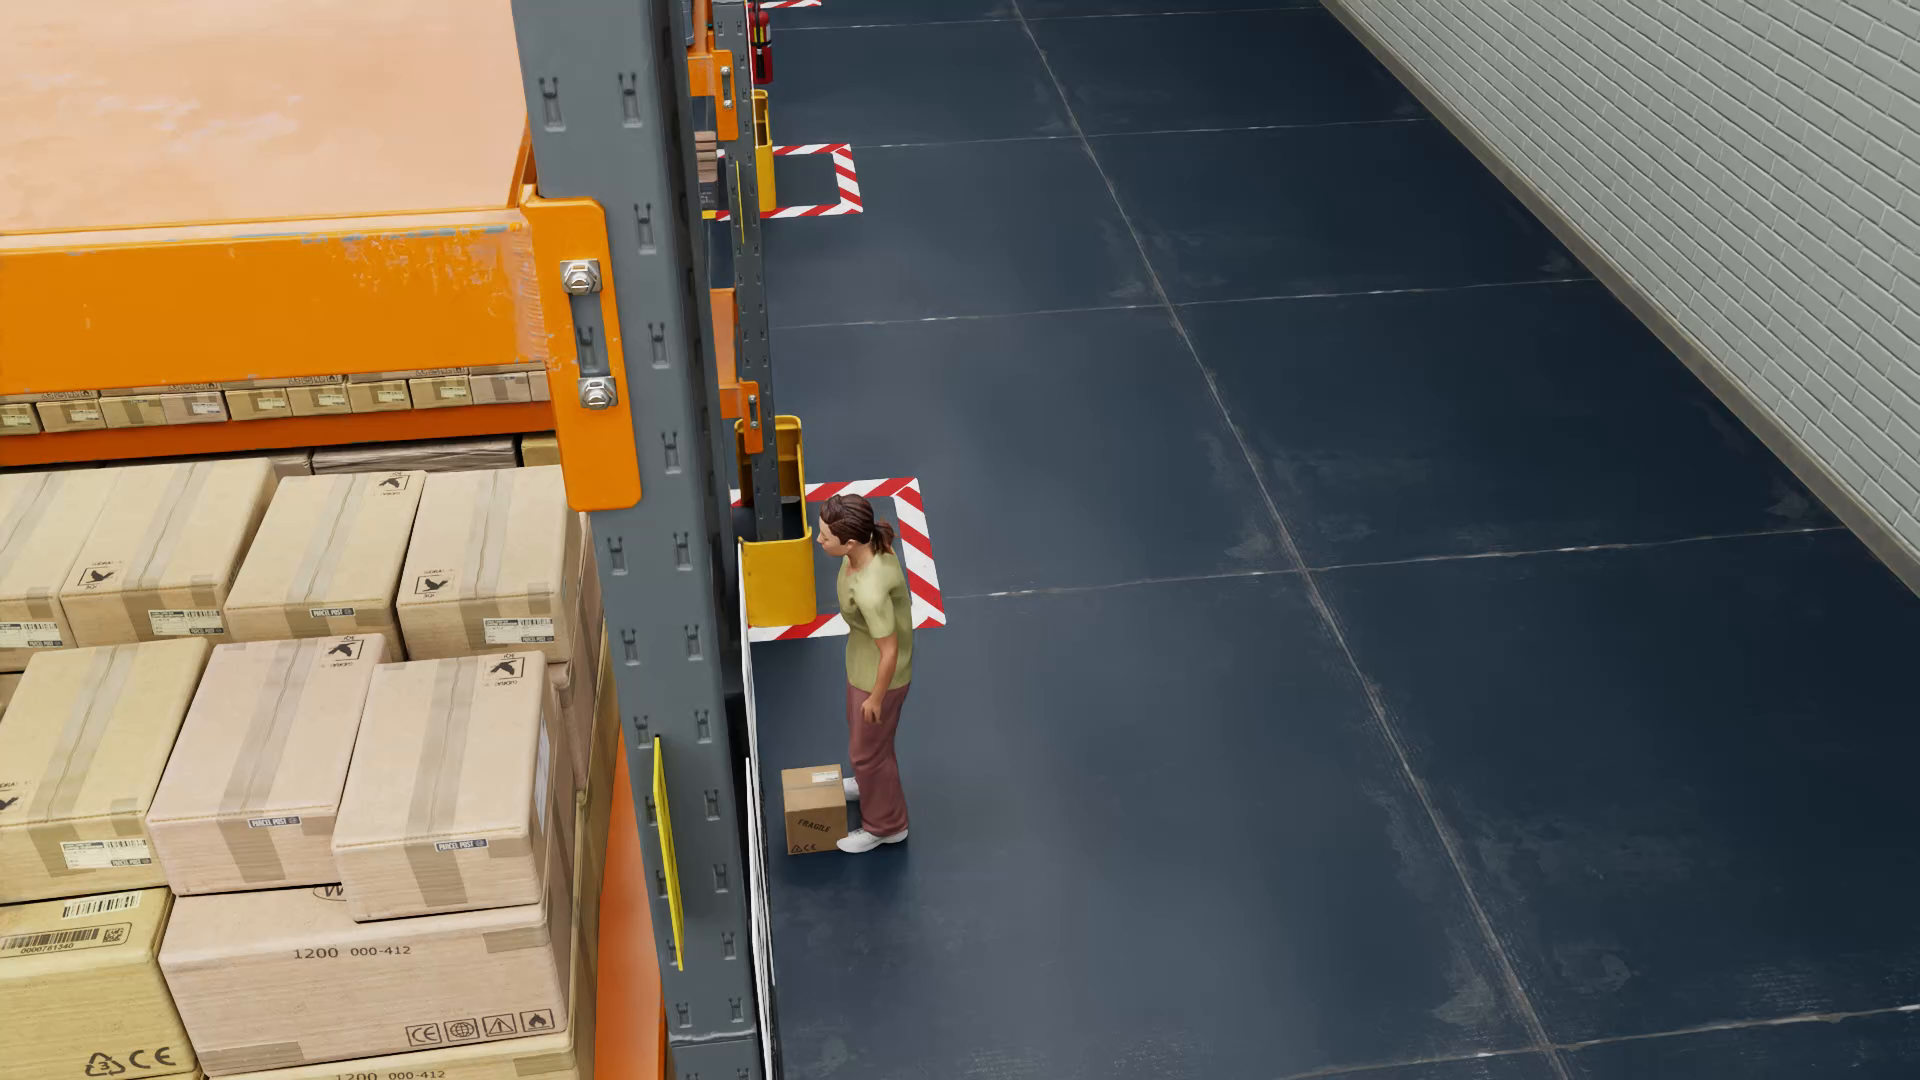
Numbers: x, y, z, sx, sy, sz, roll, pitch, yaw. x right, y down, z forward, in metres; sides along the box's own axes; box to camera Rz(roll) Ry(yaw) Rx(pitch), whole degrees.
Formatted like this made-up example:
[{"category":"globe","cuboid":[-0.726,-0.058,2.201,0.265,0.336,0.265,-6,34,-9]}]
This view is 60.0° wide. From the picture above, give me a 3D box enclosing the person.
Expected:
[{"category":"person","cuboid":[-0.360,0.513,6.540,0.352,1.673,0.502,-5,35,-7]}]
